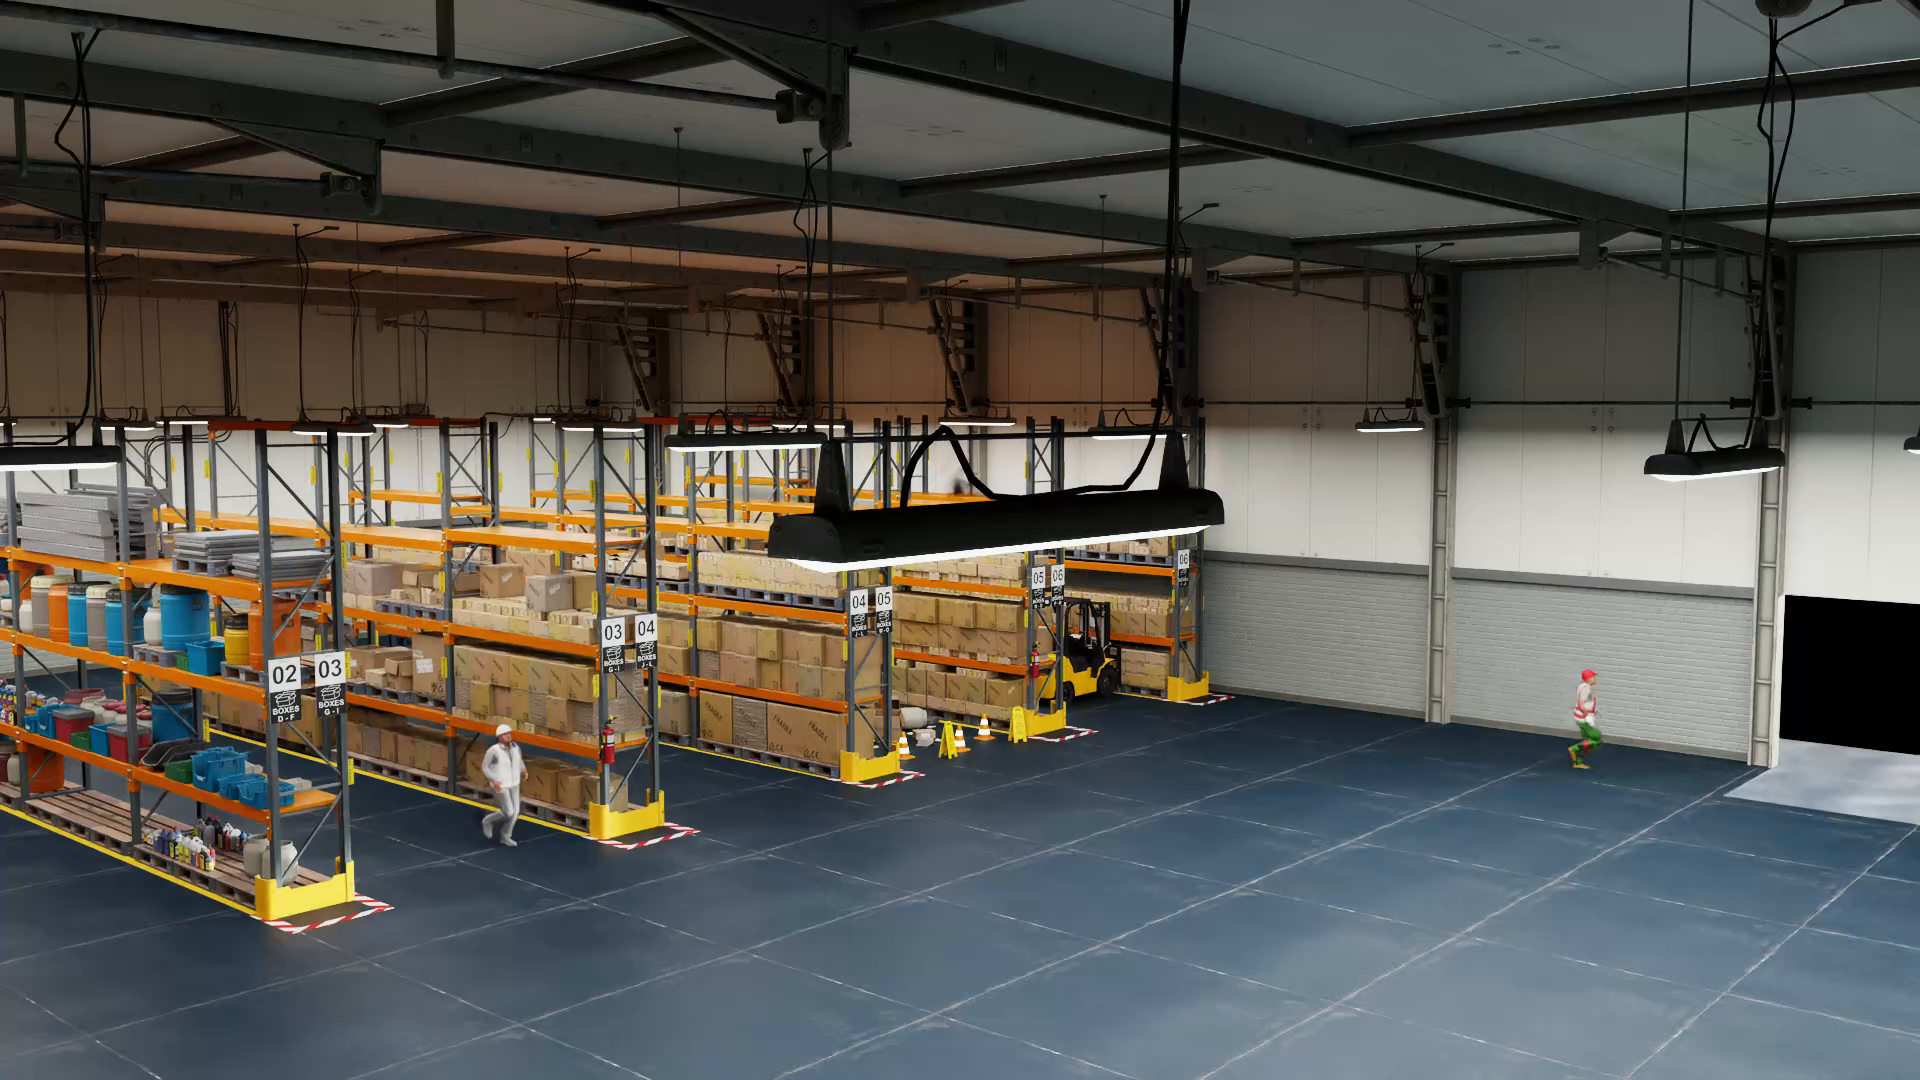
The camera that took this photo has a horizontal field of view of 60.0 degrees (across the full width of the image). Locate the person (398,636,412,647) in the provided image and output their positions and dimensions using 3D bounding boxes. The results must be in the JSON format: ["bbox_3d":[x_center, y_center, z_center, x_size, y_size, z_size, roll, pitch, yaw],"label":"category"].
[{"bbox_3d":[-13.486,2.169,40.662,0.548,1.566,0.792,4,6,41],"label":"person"}]

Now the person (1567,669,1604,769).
[{"bbox_3d":[10.791,3.090,28.646,0.634,1.733,0.659,1,5,9],"label":"person"}]

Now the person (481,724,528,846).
[{"bbox_3d":[-6.514,3.496,23.779,0.627,1.746,0.610,4,6,37],"label":"person"}]
